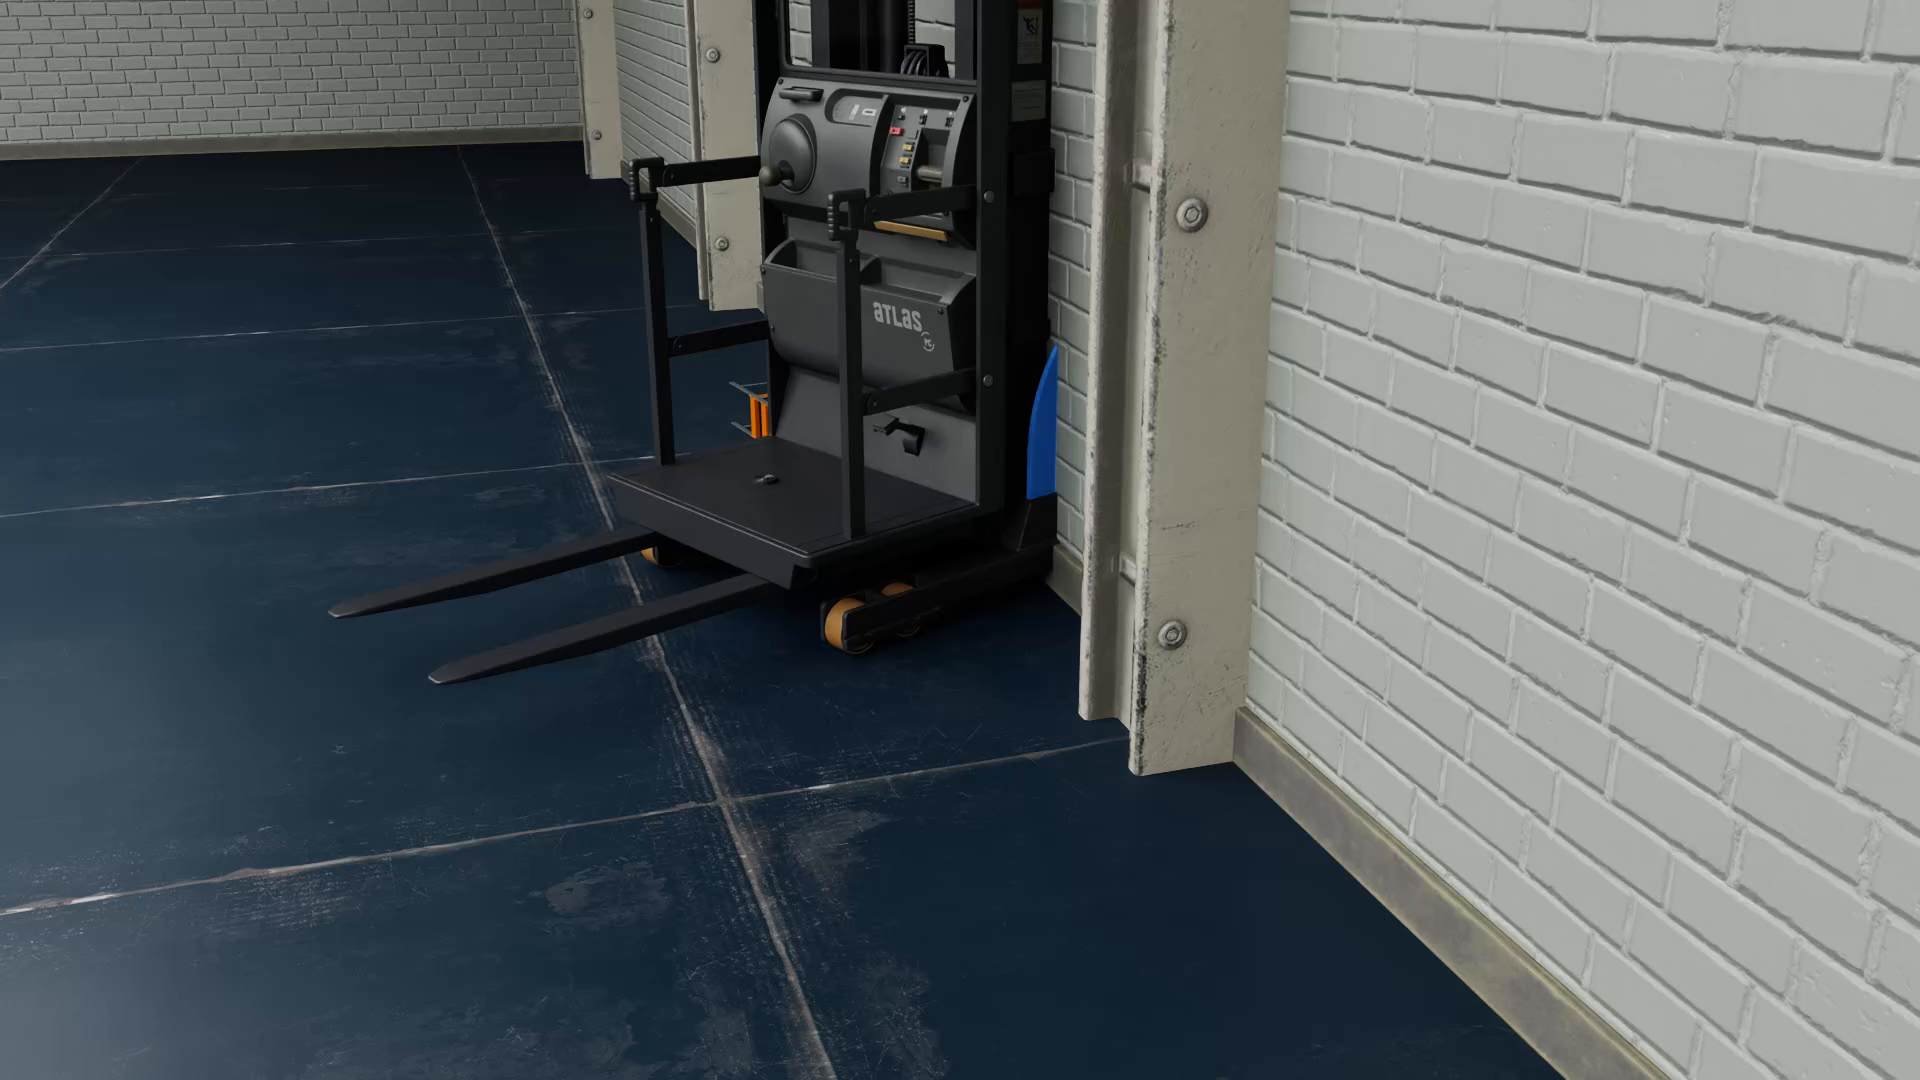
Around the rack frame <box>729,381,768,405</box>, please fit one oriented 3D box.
[{"bbox_3d":[-0.614,-0.531,6.837,0.240,0.006,1.200,-11,22,-27],"label":"rack frame"}]

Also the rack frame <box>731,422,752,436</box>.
[{"bbox_3d":[-0.614,-0.359,6.899,0.240,0.006,1.200,-11,22,-27],"label":"rack frame"}]

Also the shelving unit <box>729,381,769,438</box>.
[{"bbox_3d":[-0.614,-0.445,6.868,0.258,0.189,1.200,-11,22,-27],"label":"shelving unit"}]

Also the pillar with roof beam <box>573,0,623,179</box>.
[{"bbox_3d":[-7.325,-7.106,12.388,9.100,9.000,0.400,-6,21,-17],"label":"pillar with roof beam"}]

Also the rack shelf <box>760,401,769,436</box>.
[{"bbox_3d":[-0.709,-0.502,7.029,0.258,0.180,0.103,-11,22,-27],"label":"rack shelf"}]

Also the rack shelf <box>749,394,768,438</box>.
[{"bbox_3d":[-0.767,-0.538,7.128,0.258,0.180,0.103,-11,22,-27],"label":"rack shelf"}]

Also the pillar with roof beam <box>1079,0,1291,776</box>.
[{"bbox_3d":[-3.553,-3.255,1.667,9.100,9.000,0.400,-6,21,-17],"label":"pillar with roof beam"}]

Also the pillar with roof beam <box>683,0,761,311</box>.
[{"bbox_3d":[-5.439,-5.181,7.028,9.100,9.000,0.400,-6,21,-17],"label":"pillar with roof beam"}]

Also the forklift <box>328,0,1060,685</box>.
[{"bbox_3d":[-0.455,-1.235,5.020,3.031,2.935,1.130,-18,26,-40],"label":"forklift"}]
